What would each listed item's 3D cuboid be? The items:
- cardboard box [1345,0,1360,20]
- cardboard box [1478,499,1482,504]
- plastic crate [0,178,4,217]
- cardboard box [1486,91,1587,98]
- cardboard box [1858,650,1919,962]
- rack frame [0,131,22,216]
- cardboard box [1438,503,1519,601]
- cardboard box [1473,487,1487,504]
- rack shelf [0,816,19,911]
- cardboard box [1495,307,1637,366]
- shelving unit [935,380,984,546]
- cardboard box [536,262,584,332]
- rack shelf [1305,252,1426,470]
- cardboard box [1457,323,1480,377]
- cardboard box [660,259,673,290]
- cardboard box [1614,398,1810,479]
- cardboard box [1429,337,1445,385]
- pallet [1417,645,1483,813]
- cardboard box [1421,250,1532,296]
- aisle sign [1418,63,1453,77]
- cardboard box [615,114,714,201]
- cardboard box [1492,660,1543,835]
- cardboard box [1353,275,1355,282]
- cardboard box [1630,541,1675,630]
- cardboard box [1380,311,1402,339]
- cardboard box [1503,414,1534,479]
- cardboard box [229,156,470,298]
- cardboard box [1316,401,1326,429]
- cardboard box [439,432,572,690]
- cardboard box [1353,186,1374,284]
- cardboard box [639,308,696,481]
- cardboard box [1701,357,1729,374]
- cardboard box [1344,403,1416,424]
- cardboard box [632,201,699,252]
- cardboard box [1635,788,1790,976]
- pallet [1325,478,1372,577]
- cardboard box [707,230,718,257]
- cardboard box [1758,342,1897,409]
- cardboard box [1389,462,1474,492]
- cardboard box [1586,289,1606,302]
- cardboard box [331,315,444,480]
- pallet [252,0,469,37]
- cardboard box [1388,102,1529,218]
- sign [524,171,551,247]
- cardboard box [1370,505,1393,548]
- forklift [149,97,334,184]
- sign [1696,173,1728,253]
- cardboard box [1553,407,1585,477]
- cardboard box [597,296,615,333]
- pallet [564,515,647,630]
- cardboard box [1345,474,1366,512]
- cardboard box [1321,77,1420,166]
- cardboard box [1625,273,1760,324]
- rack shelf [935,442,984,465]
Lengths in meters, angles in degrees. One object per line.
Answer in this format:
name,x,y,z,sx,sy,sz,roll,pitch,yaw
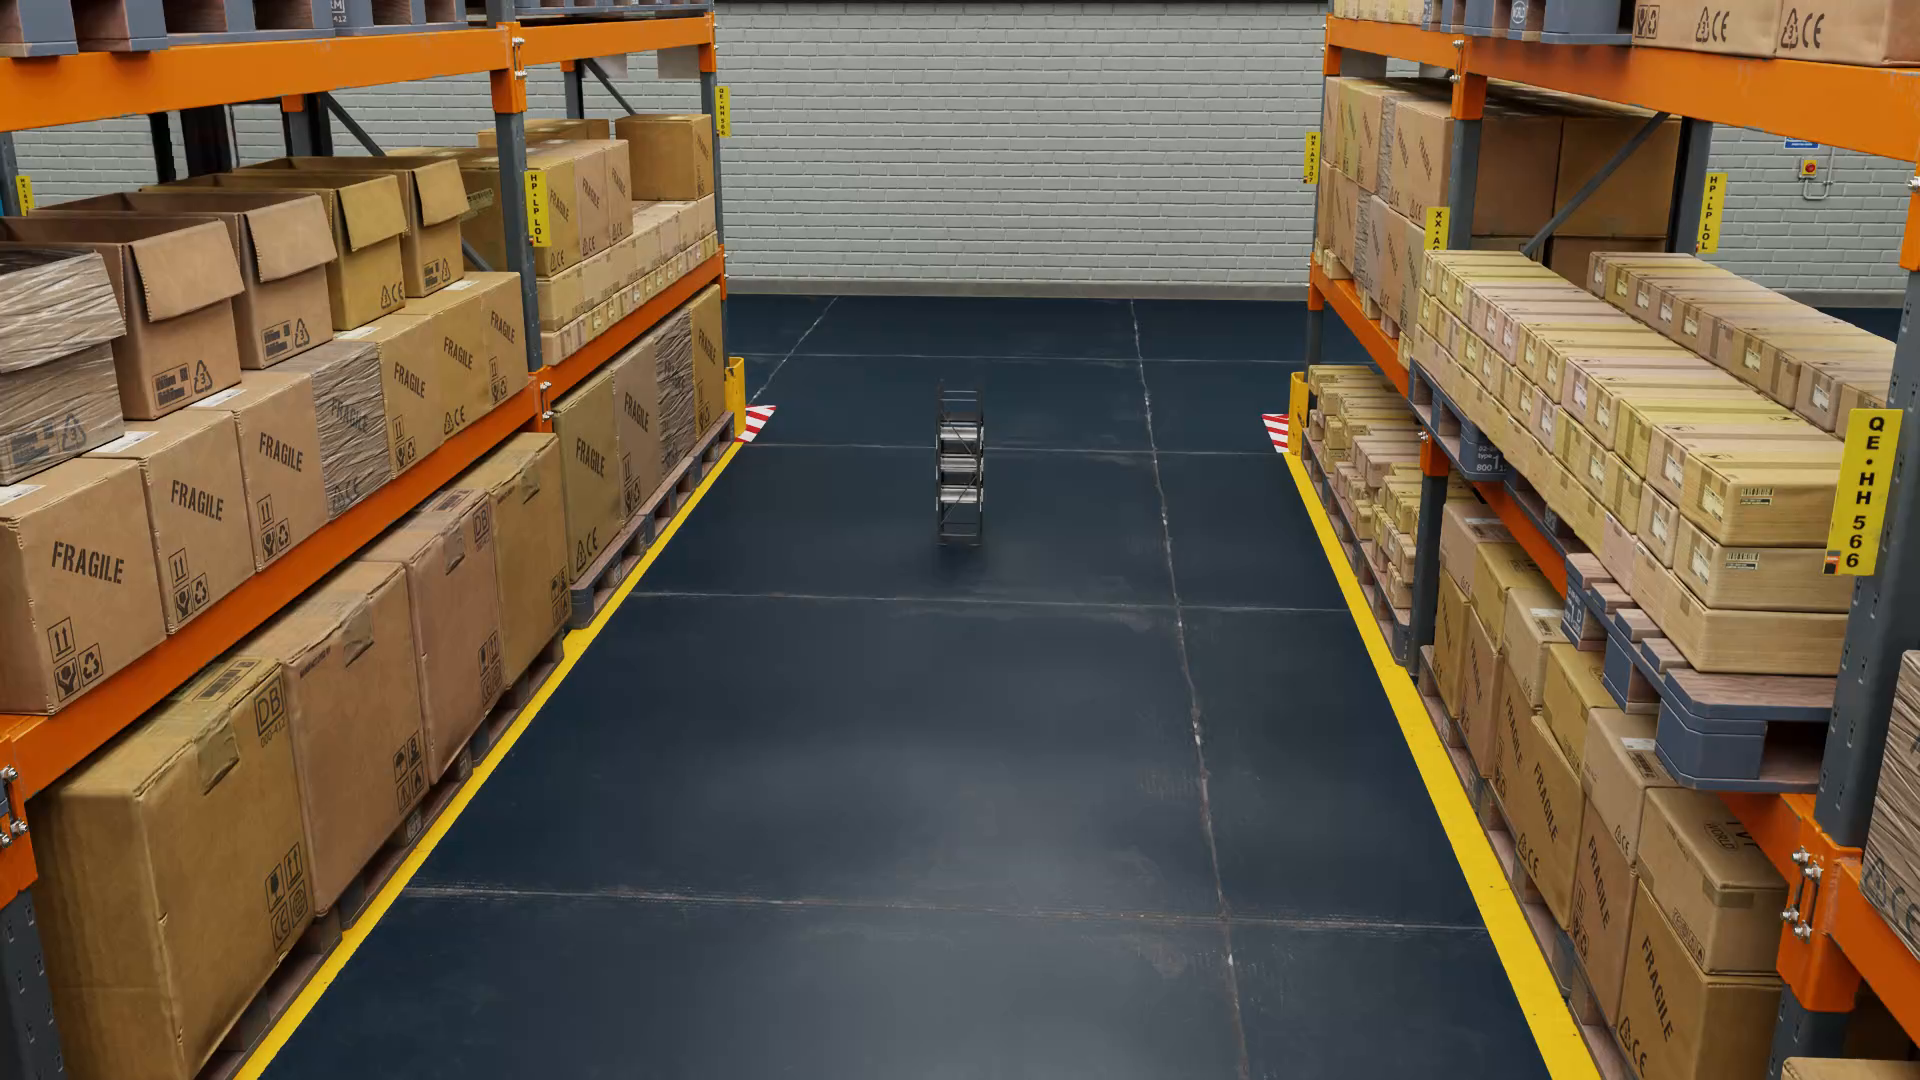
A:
cardboard box,2.495,-3.108,9.514,0.500,0.250,0.500,2,18,6
cardboard box,2.815,-0.141,8.462,0.380,0.149,0.250,0,18,1
plastic crate,-6.894,-2.241,11.291,0.616,0.435,0.499,1,18,4
cardboard box,2.940,-2.084,8.721,0.500,0.500,0.500,1,18,2
cardboard box,1.949,0.520,2.859,0.500,0.500,0.500,1,18,5
rack frame,-7.056,-2.304,11.636,1.000,3.000,0.127,1,18,4
cardboard box,2.221,0.047,6.598,0.500,0.250,0.500,0,18,1
cardboard box,2.812,-0.284,8.420,0.380,0.149,0.250,1,18,2
rack shelf,-2.833,1.255,1.932,1.077,0.370,4.000,1,18,4
cardboard box,1.958,-0.658,5.387,0.380,0.149,0.250,2,18,6
shelving unit,0.001,-0.430,9.291,0.258,0.900,0.210,1,18,4
cardboard box,-2.108,-1.161,7.912,0.500,0.250,0.500,1,18,3
rack shelf,2.680,-1.088,9.081,1.077,0.370,4.000,1,18,4
cardboard box,1.997,-0.677,5.922,0.380,0.149,0.250,1,18,2
cardboard box,-1.903,-1.558,9.764,0.380,0.149,0.250,1,18,4
cardboard box,1.867,-0.251,4.145,0.380,0.149,0.250,2,18,6
cardboard box,2.036,-0.690,6.442,0.380,0.149,0.250,2,18,5
pallet,2.483,0.758,6.770,1.003,0.211,1.213,1,18,4
cardboard box,2.050,-1.059,6.612,0.380,0.149,0.250,2,18,7
aisle sign,3.128,-3.302,10.509,0.394,0.787,0.004,1,18,4
cardboard box,-1.889,-2.462,10.679,0.500,0.500,0.500,2,18,5
cardboard box,2.159,0.731,5.716,0.500,0.500,0.500,2,18,5
cardboard box,2.542,-1.592,9.869,0.380,0.149,0.250,2,18,6
cardboard box,1.847,0.113,3.990,0.380,0.149,0.250,1,18,4
cardboard box,2.345,-1.112,8.402,0.380,0.149,0.250,1,18,2
cardboard box,1.941,-0.293,5.228,0.380,0.149,0.250,0,18,1
cardboard box,-2.440,-1.276,6.729,0.797,0.503,0.637,1,18,2
cardboard box,2.454,-0.796,10.462,0.380,0.149,0.250,1,18,4
cardboard box,-2.429,0.059,7.164,1.225,0.875,0.875,1,18,4
cardboard box,2.425,-1.629,8.940,0.500,0.500,0.500,1,18,2
cardboard box,-2.147,-0.900,10.089,0.875,0.875,0.875,1,18,4
cardboard box,2.615,-0.493,5.360,0.380,0.149,0.250,1,18,4
cardboard box,2.437,-0.695,9.675,0.380,0.149,0.250,2,18,6
cardboard box,-1.923,-1.949,10.317,0.500,0.250,0.500,1,18,3
cardboard box,2.038,0.847,4.155,0.500,0.250,0.500,1,18,3
pallet,2.635,-0.073,9.306,1.003,0.211,1.213,1,18,4
cardboard box,-1.813,-1.956,10.978,0.380,0.149,0.250,2,18,5
cardboard box,2.569,-0.477,4.834,0.380,0.149,0.250,2,18,6
cardboard box,2.389,-0.289,8.436,0.380,0.149,0.250,2,18,6
cardboard box,2.705,-0.902,6.610,0.380,0.149,0.250,2,18,6
cardboard box,-2.237,-0.531,6.065,0.500,0.500,0.500,1,18,3
pallet,-2.419,-1.999,6.197,0.805,0.209,1.217,1,18,2
cardboard box,2.333,-1.785,7.810,0.500,0.500,0.500,1,18,2
sign,-1.861,-1.454,7.311,0.100,0.325,0.005,1,18,4
cardboard box,2.251,-0.068,8.238,0.380,0.149,0.250,1,18,2
forklift,-4.665,-1.917,10.566,1.130,2.935,3.031,3,18,8
sign,3.091,-1.347,6.859,0.100,0.325,0.005,1,18,4
cardboard box,1.904,-0.271,4.684,0.380,0.149,0.250,1,18,4
cardboard box,-1.996,-1.161,8.552,0.380,0.149,0.250,1,18,2
pallet,-2.270,0.140,8.657,1.003,0.211,1.213,1,18,4
cardboard box,2.369,-0.259,9.301,0.380,0.149,0.250,1,18,4
cardboard box,2.527,-2.581,10.240,0.500,0.500,0.500,1,18,4
cardboard box,2.664,-0.879,6.061,0.380,0.149,0.250,1,18,2
rack shelf,0.001,-0.484,9.273,0.258,0.077,0.200,1,18,4
